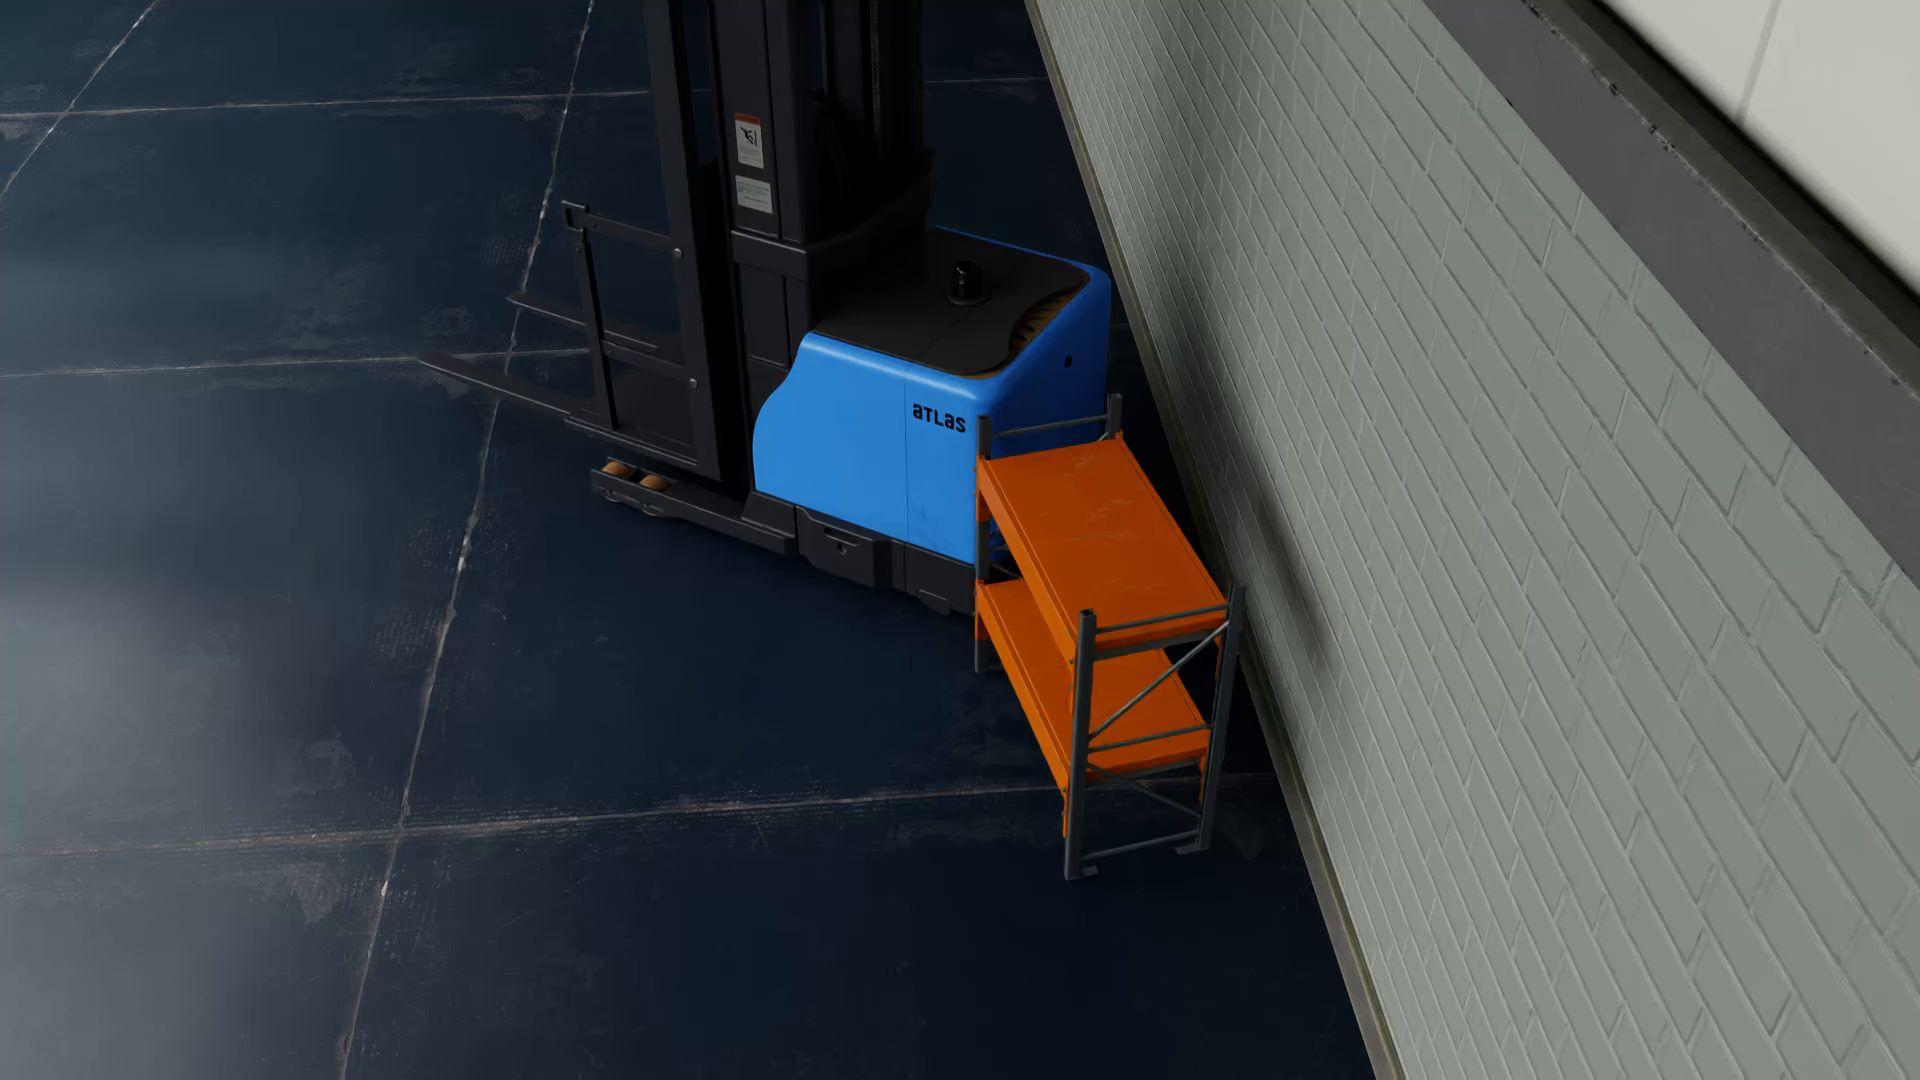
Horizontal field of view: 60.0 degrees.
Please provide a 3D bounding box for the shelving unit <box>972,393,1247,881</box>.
[{"bbox_3d":[0.439,0.304,5.457,0.538,1.125,1.048,-10,39,-13],"label":"shelving unit"}]

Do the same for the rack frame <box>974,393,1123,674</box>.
[{"bbox_3d":[0.298,0.001,5.840,0.500,1.125,0.032,-10,39,-13],"label":"rack frame"}]

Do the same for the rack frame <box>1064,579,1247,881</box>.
[{"bbox_3d":[0.580,0.606,5.074,0.500,1.125,0.032,-10,39,-13],"label":"rack frame"}]

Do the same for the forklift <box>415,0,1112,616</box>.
[{"bbox_3d":[-0.948,-1.516,6.305,3.031,2.935,1.130,19,42,22],"label":"forklift"}]

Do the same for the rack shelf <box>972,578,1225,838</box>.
[{"bbox_3d":[0.439,0.496,5.608,0.538,0.278,1.000,-10,39,-13],"label":"rack shelf"}]

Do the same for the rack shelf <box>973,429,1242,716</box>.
[{"bbox_3d":[0.439,0.074,5.276,0.538,0.278,1.000,-10,39,-13],"label":"rack shelf"}]
